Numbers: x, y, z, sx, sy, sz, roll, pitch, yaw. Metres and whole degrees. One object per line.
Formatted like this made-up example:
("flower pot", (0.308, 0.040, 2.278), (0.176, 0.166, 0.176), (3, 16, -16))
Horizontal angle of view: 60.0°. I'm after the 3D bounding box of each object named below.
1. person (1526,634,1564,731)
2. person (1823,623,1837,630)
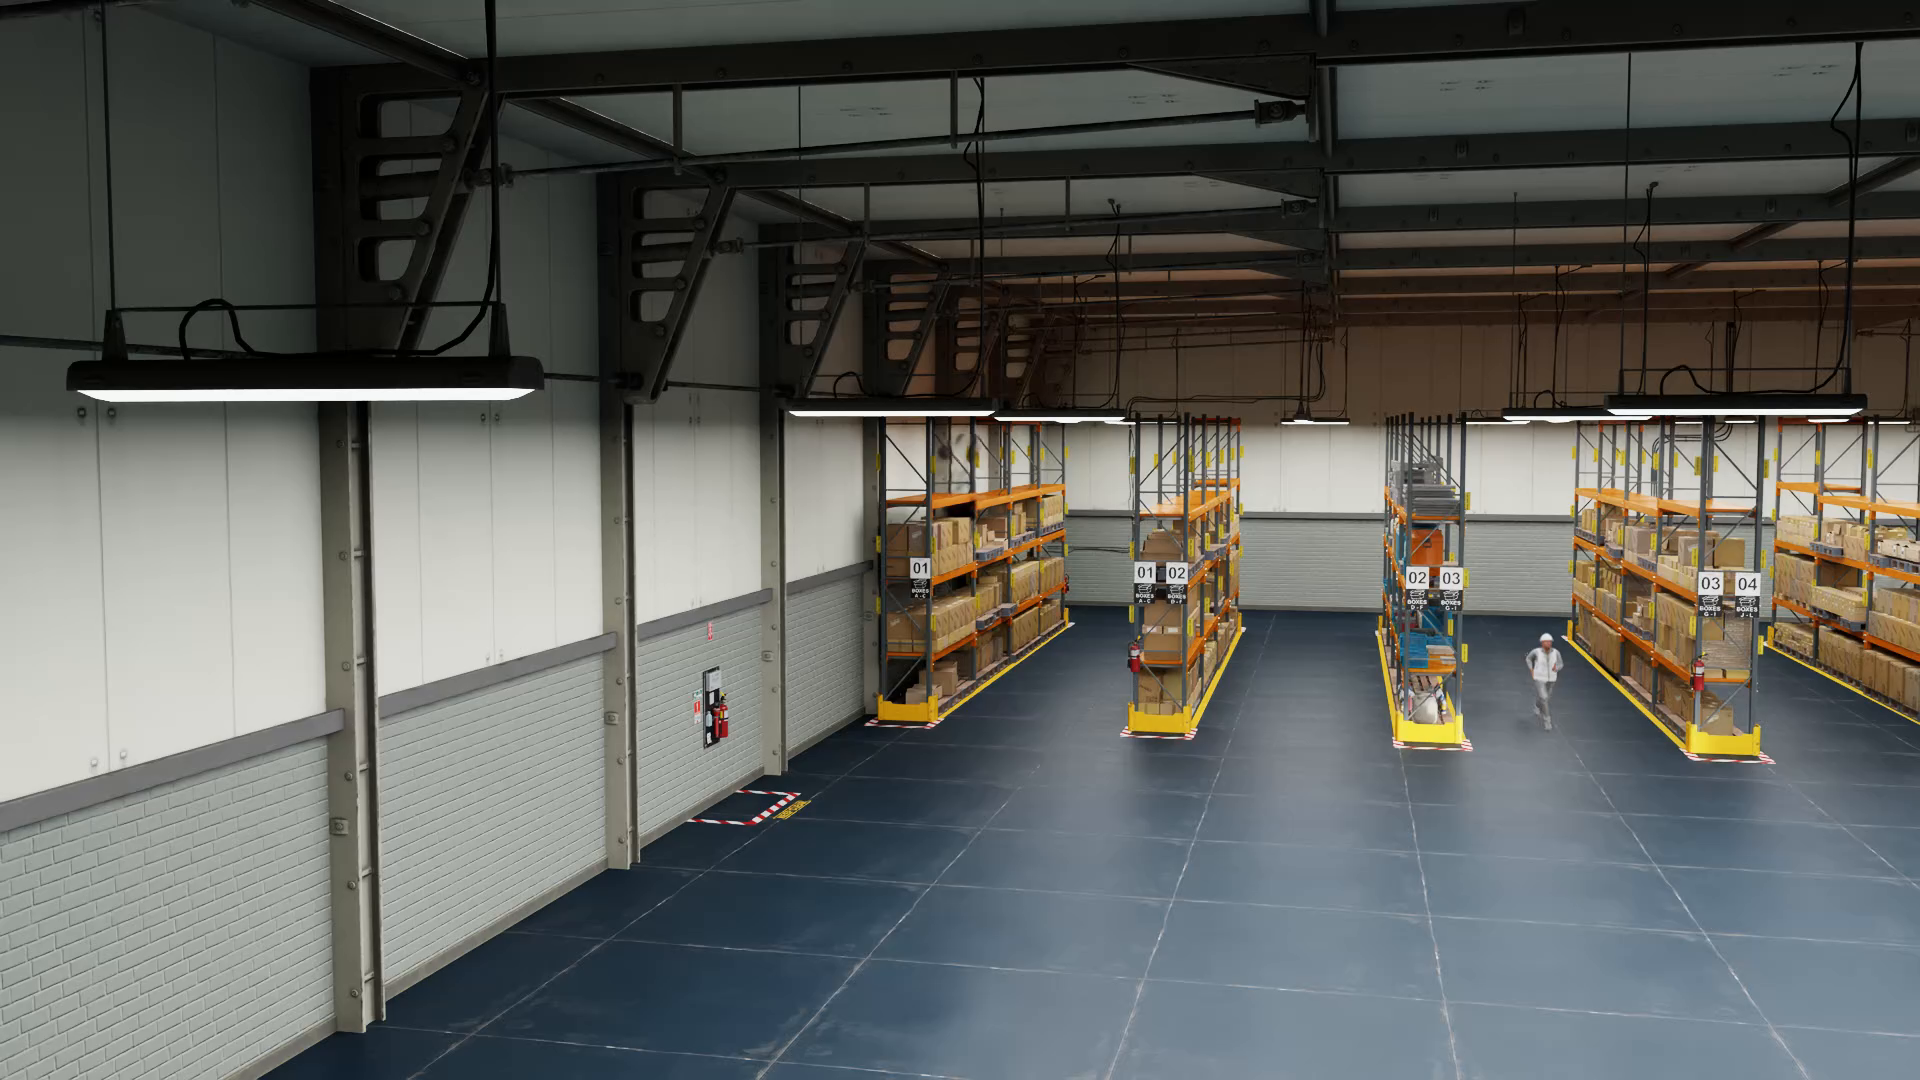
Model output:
("person", (11.225, 2.696, 31.915), (0.608, 1.817, 1.077), (0, 4, -7))
("person", (23.737, 1.783, 45.325), (0.751, 1.749, 0.684), (-1, 4, -17))
